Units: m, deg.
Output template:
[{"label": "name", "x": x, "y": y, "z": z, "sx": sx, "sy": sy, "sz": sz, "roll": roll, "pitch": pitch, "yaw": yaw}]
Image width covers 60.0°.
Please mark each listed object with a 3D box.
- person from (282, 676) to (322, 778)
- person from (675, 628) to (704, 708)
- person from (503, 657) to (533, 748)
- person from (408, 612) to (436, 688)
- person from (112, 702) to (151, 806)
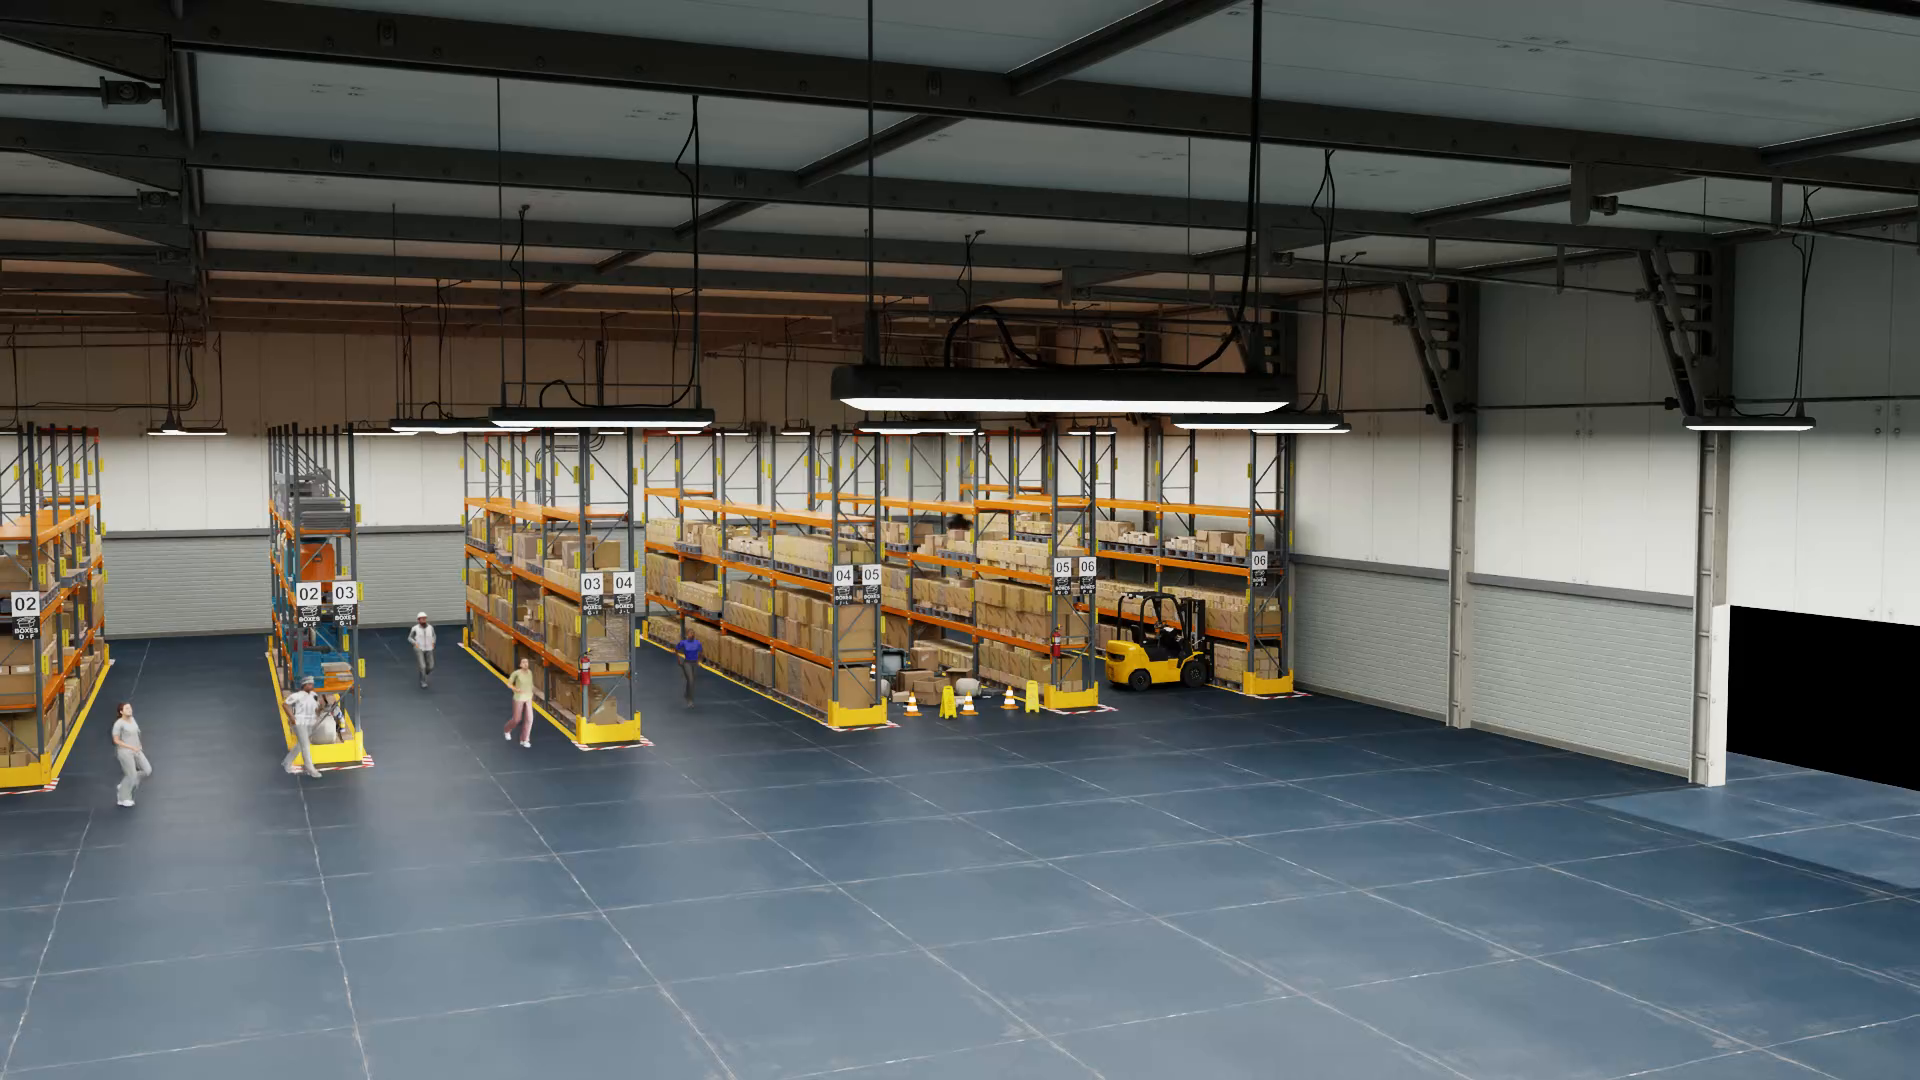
[{"label": "person", "x": -11.050, "y": 3.117, "z": 28.100, "sx": 0.983, "sy": 1.655, "sz": 0.593, "roll": 2, "pitch": 4, "yaw": 24}, {"label": "person", "x": -5.767, "y": 2.740, "z": 35.596, "sx": 0.543, "sy": 1.717, "sz": 0.743, "roll": -2, "pitch": 4, "yaw": -34}, {"label": "person", "x": -8.192, "y": 3.002, "z": 31.075, "sx": 0.590, "sy": 1.654, "sz": 0.851, "roll": -3, "pitch": 5, "yaw": -42}, {"label": "person", "x": -12.350, "y": 2.523, "z": 38.269, "sx": 0.656, "sy": 1.722, "sz": 0.607, "roll": -2, "pitch": 4, "yaw": -33}, {"label": "person", "x": -12.929, "y": 3.324, "z": 25.934, "sx": 0.511, "sy": 1.629, "sz": 0.577, "roll": 1, "pitch": 4, "yaw": 10}]
